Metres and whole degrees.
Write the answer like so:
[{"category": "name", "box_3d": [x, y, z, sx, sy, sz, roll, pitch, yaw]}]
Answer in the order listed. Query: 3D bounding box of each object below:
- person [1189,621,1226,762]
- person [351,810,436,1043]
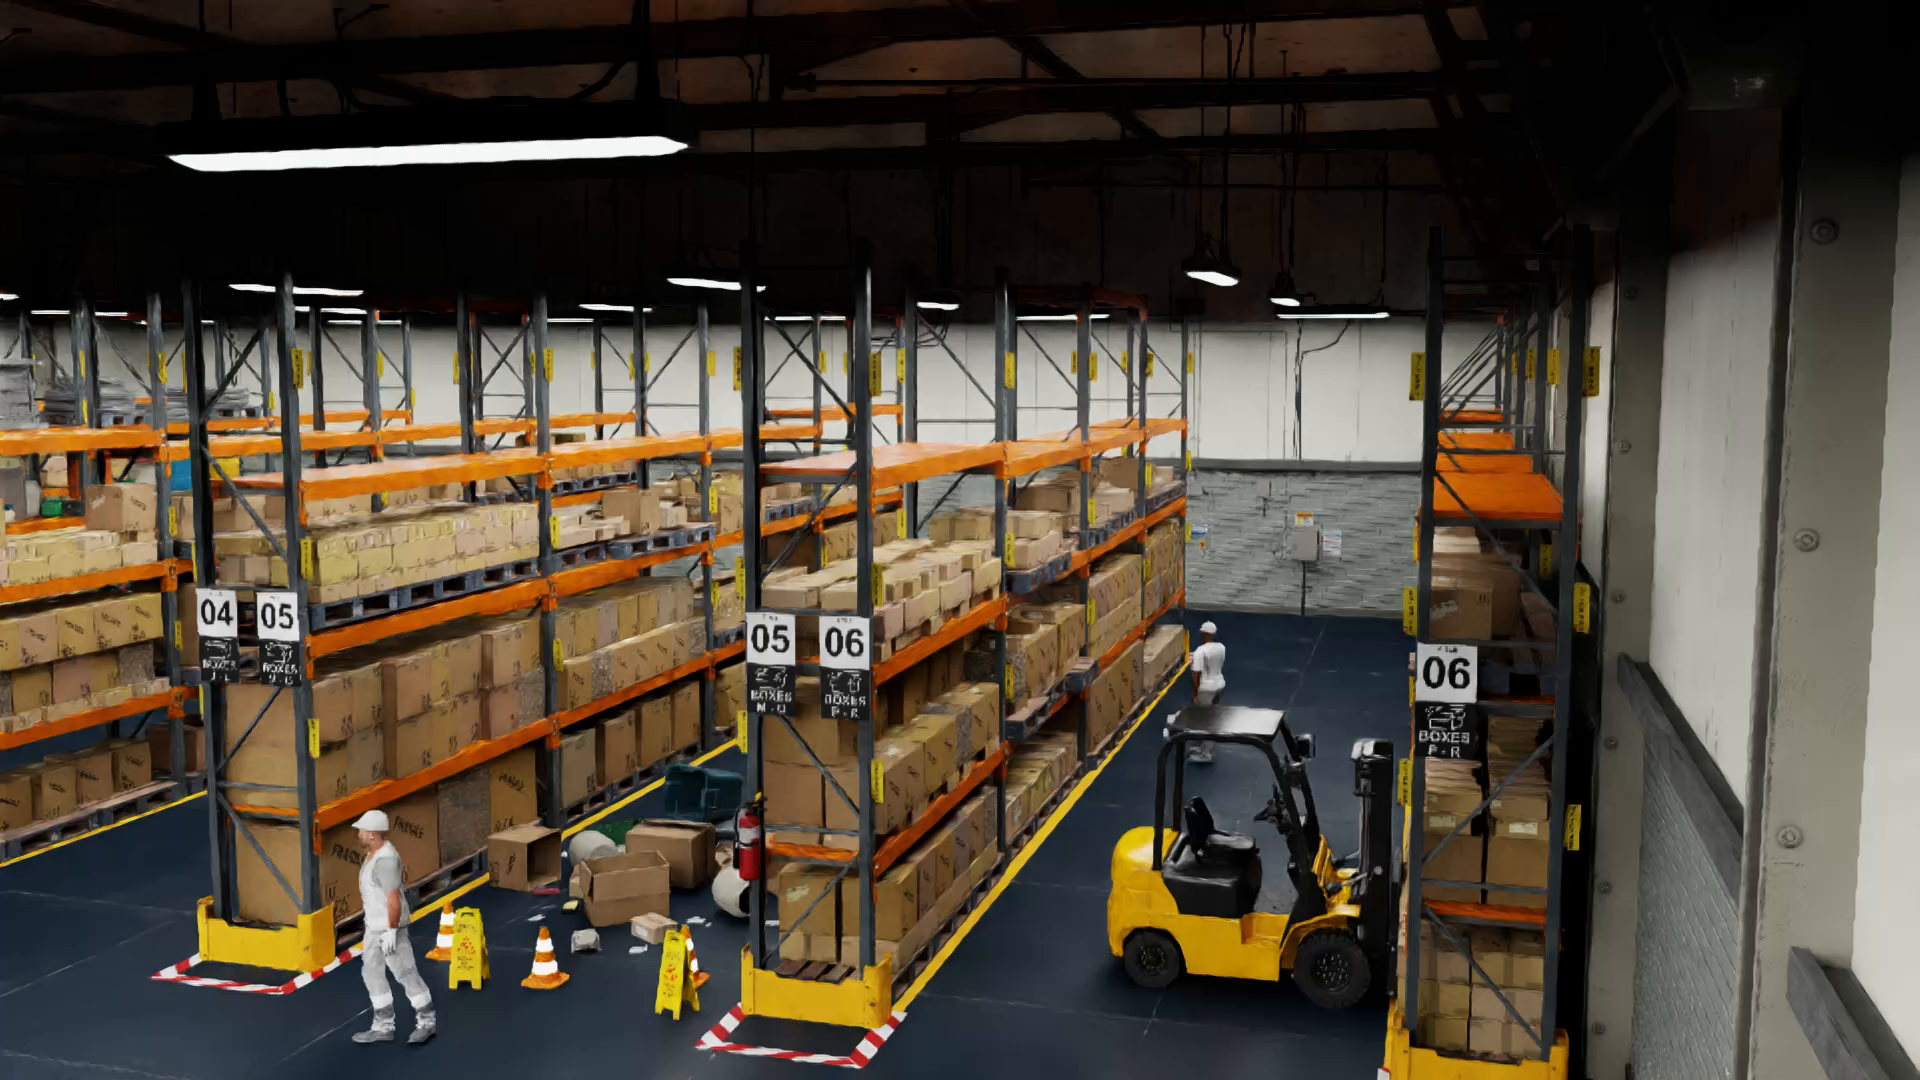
[{"category": "person", "box_3d": [3.106, 1.905, 21.199, 0.624, 1.764, 0.503, -6, 9, -44]}, {"category": "person", "box_3d": [-4.275, 2.869, 12.489, 0.579, 1.719, 0.565, -4, 7, -31]}]
